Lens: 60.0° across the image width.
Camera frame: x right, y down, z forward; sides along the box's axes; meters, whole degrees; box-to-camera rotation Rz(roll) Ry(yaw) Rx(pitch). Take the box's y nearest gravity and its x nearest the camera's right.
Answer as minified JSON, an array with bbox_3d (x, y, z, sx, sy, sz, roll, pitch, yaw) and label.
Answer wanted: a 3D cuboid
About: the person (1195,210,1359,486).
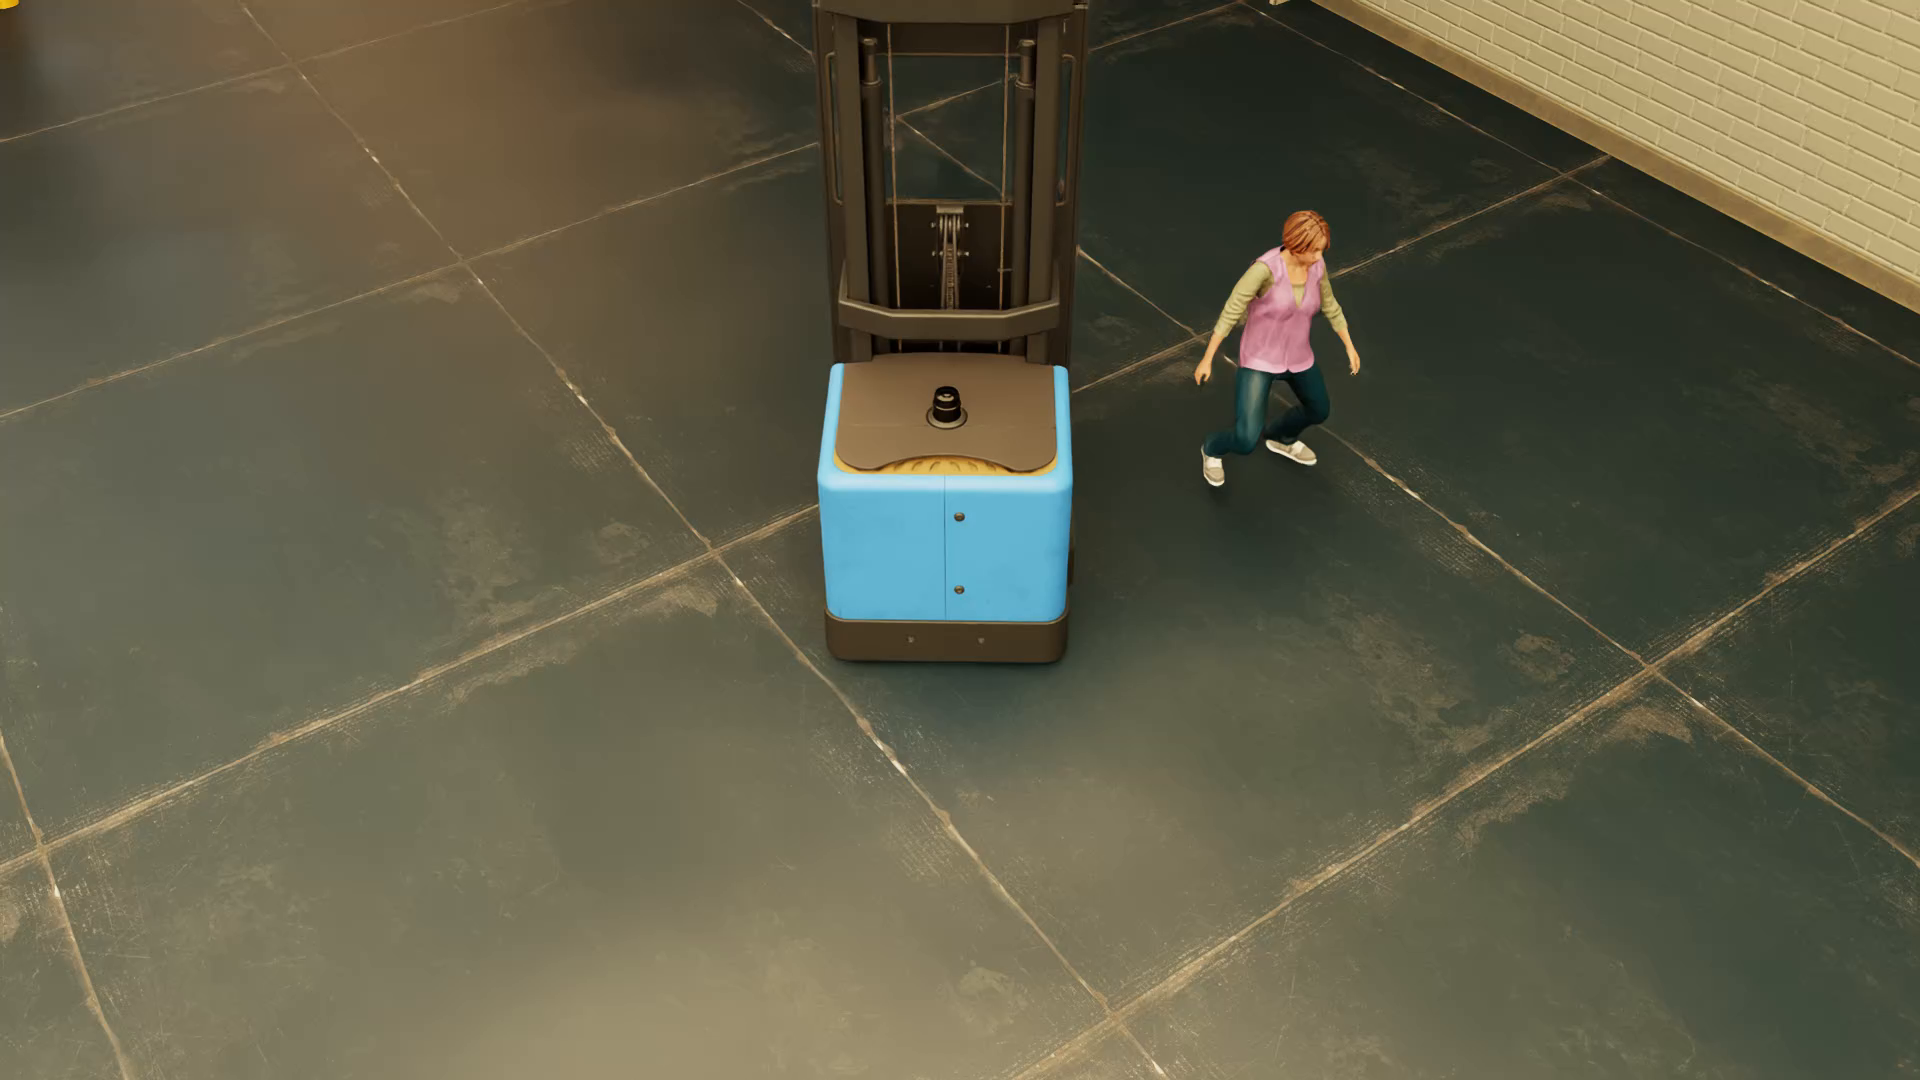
[{"bbox_3d":[1.470,-0.839,7.699,0.775,1.499,0.486,-13,44,-14],"label":"person"}]

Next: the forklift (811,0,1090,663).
[{"bbox_3d":[-0.032,-1.525,7.370,1.130,2.935,3.031,1,43,1],"label":"forklift"}]
